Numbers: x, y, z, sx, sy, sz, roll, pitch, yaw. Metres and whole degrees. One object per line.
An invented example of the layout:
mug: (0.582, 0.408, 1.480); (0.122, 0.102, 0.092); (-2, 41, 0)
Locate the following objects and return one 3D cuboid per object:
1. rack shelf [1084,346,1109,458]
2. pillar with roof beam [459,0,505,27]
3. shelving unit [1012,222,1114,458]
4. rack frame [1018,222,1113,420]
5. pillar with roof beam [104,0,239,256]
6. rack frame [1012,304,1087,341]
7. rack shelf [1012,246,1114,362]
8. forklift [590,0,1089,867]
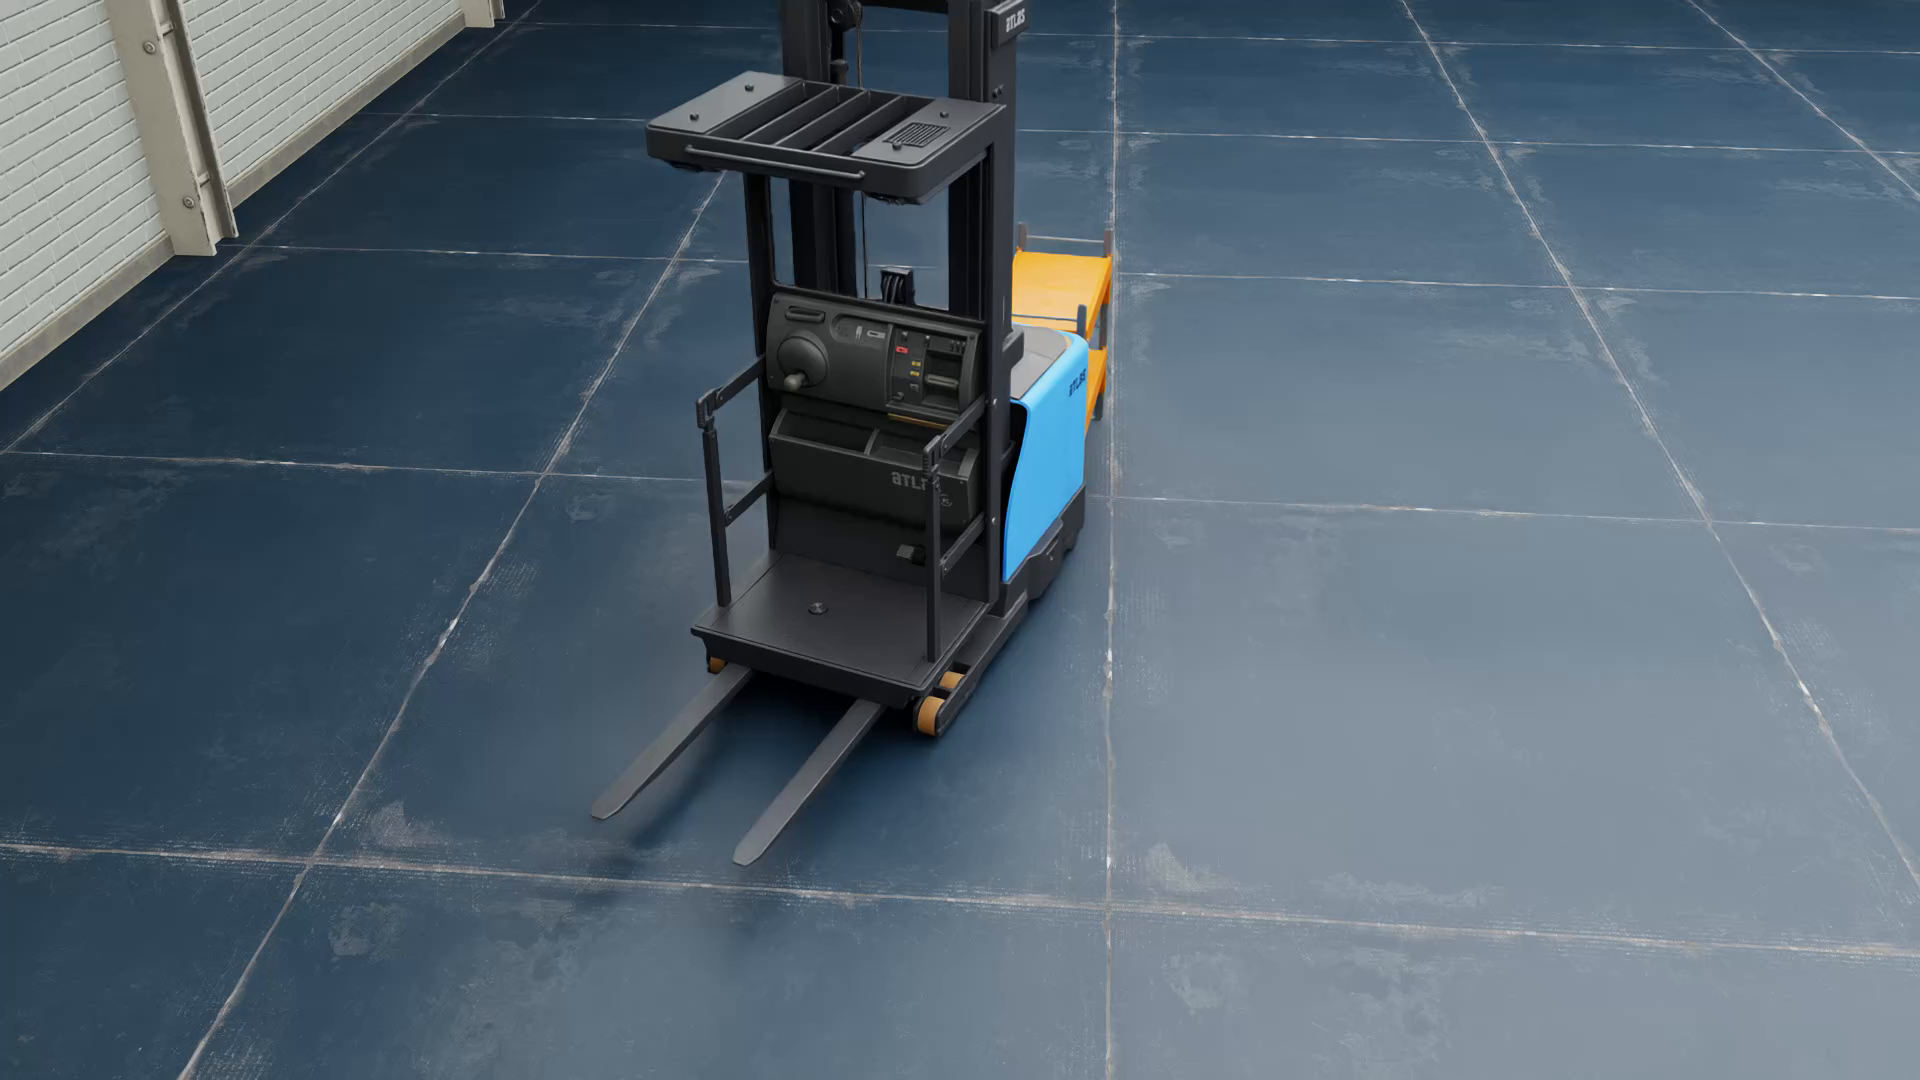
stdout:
rack shelf: (0.459, -0.715, 8.804); (0.538, 0.278, 1.000); (6, 32, 10)
pillar with roof beam: (-0.485, -8.845, 14.026); (9.100, 9.000, 0.400); (2, 32, 4)
shelving unit: (0.459, -0.923, 8.675); (0.538, 1.125, 1.048); (6, 32, 10)
rack frame: (0.559, -1.184, 9.100); (0.500, 1.125, 0.032); (6, 32, 10)
pillar with roof beam: (-0.973, -5.708, 8.935); (9.100, 9.000, 0.400); (2, 32, 4)
rack frame: (0.359, -0.662, 8.251); (0.500, 1.125, 0.032); (6, 32, 10)
rack shelf: (0.459, -1.172, 8.522); (0.538, 0.278, 1.000); (6, 32, 10)
forklift: (-0.449, -0.689, 6.574); (1.130, 2.935, 3.031); (13, 34, 20)
